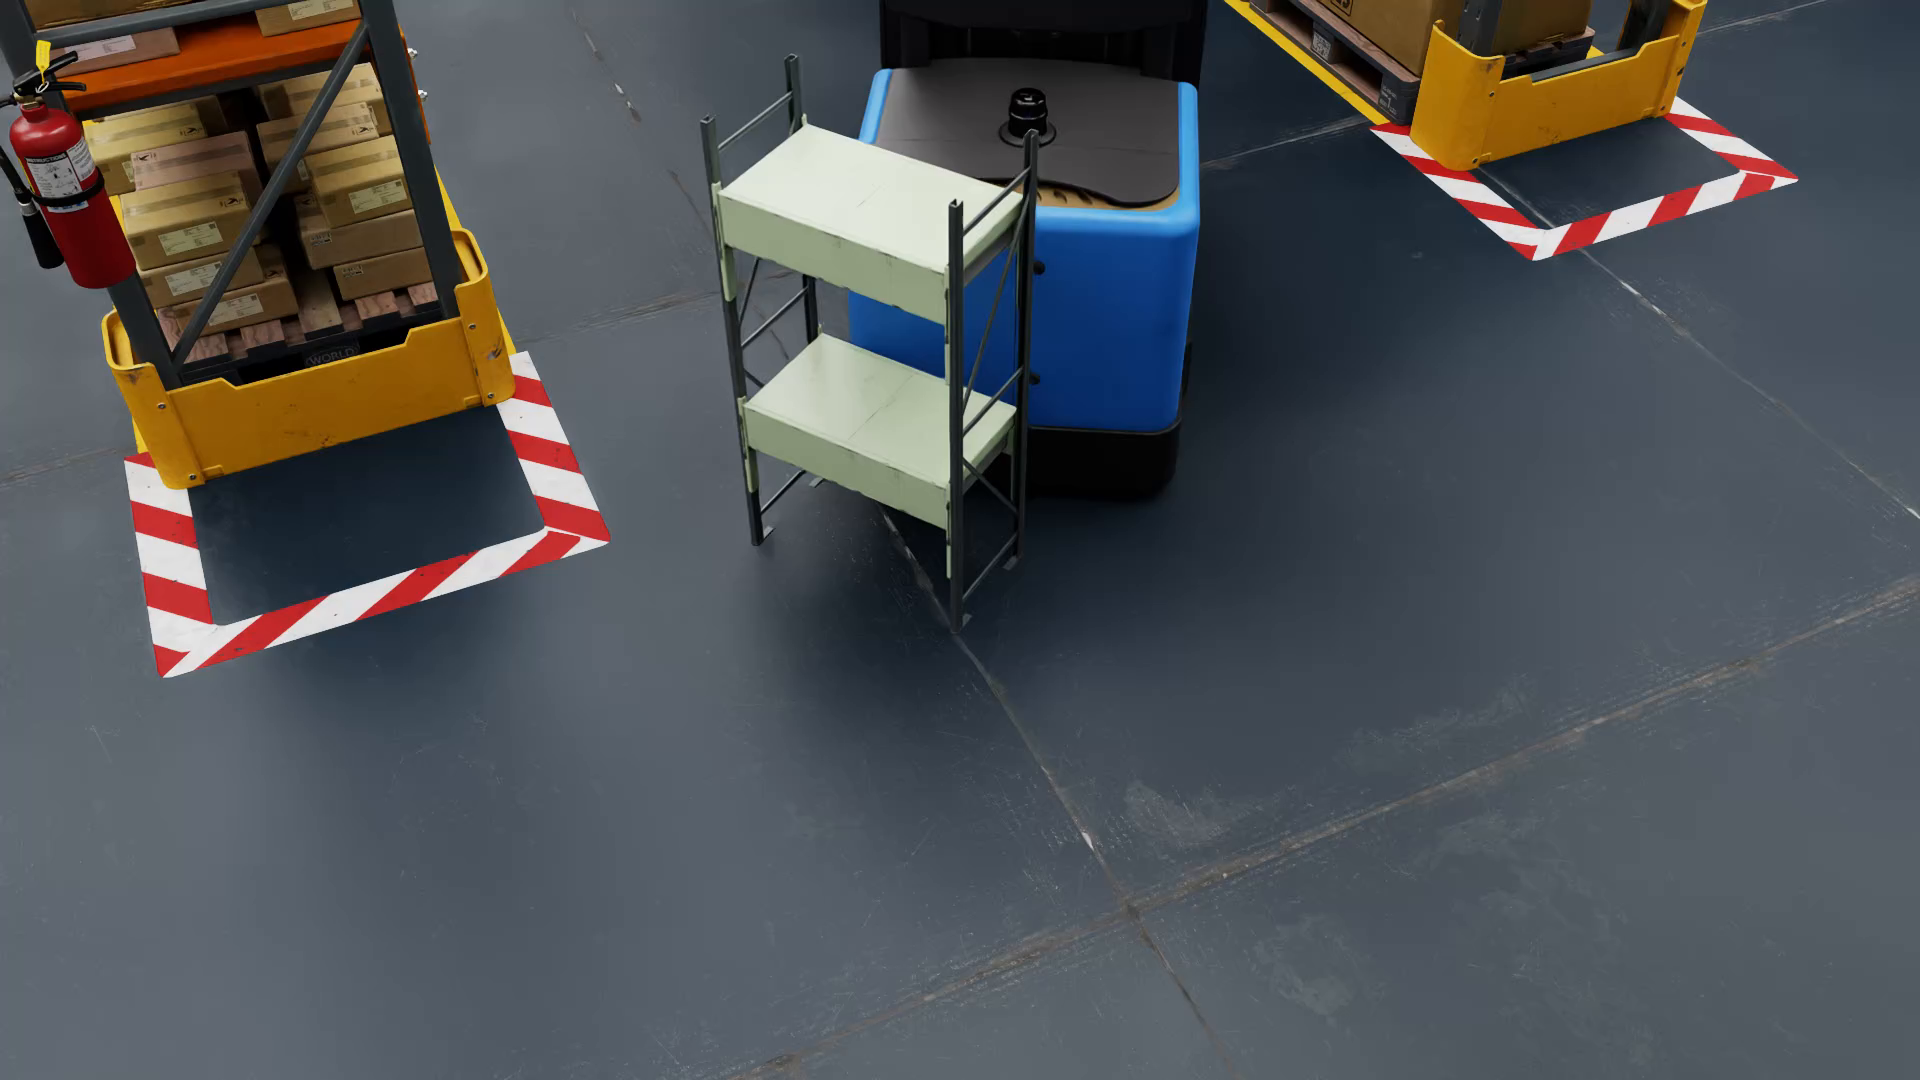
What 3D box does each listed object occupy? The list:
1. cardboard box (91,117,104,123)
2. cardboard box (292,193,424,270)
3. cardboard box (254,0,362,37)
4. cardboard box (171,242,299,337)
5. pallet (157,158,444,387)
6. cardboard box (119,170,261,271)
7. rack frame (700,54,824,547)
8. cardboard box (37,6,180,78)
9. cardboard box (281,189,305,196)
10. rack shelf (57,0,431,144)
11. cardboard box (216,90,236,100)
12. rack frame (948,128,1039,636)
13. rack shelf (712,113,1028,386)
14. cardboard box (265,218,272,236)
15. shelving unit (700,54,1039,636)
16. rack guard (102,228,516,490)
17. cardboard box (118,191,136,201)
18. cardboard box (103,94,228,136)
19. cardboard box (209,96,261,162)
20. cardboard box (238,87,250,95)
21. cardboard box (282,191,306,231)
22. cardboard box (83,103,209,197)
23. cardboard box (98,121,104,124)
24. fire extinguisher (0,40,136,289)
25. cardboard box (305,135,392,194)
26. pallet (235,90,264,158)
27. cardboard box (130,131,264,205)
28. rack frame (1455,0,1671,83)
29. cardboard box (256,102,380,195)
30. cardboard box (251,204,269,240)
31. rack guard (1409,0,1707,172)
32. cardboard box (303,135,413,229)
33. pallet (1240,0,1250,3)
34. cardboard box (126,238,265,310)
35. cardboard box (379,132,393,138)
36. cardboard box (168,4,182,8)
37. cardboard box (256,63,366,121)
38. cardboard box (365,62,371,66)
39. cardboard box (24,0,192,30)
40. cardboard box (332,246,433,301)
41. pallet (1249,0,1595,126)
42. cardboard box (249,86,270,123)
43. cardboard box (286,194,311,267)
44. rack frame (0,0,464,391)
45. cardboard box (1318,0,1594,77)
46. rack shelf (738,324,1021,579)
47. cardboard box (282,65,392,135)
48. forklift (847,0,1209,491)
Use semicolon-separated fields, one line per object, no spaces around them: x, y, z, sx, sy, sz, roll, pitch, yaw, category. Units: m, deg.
-3.036;-1.702;6.146;0.380;0.149;0.250;-16;47;-16;cardboard box
-2.079;-1.100;5.748;0.380;0.149;0.250;-16;47;-16;cardboard box
-1.930;-1.663;4.979;0.380;0.149;0.250;-18;48;-18;cardboard box
-2.502;-0.858;5.715;0.380;0.149;0.250;-17;47;-17;cardboard box
-2.433;-1.034;6.147;1.003;0.211;1.213;-18;47;-17;pallet
-2.544;-1.059;5.494;0.380;0.149;0.250;-18;47;-17;cardboard box
-0.542;-0.637;4.828;0.023;1.500;0.400;23;49;22;rack frame
-2.485;-1.484;4.798;0.380;0.149;0.250;-18;47;-17;cardboard box
-2.326;-1.421;6.073;0.380;0.149;0.250;-17;47;-17;cardboard box
-2.932;-2.468;6.128;1.077;0.370;4.000;-18;47;-17;rack shelf
-3.149;-1.847;6.717;0.380;0.149;0.250;-17;47;-16;cardboard box
0.084;-0.371;4.559;0.023;1.500;0.400;23;49;22;rack frame
-0.229;-0.782;4.419;0.720;0.370;0.431;23;49;22;rack shelf
-2.735;-1.186;6.047;0.380;0.149;0.250;-18;47;-18;cardboard box
-0.229;-0.504;4.693;0.755;1.500;0.431;23;49;22;shelving unit
-2.123;-0.608;5.510;1.175;0.500;0.348;-18;47;-17;rack guard
-2.792;-1.273;5.923;0.380;0.149;0.250;-20;48;-19;cardboard box
-2.873;-1.547;5.989;0.380;0.149;0.250;-20;48;-19;cardboard box
-2.812;-1.474;6.128;0.380;0.149;0.250;-19;48;-18;cardboard box
-2.684;-1.918;6.577;0.380;0.149;0.250;-16;47;-15;cardboard box
-2.316;-1.311;6.174;0.380;0.149;0.250;-18;47;-17;cardboard box
-2.821;-1.363;5.803;0.380;0.149;0.250;-19;48;-18;cardboard box
-3.022;-1.599;6.254;0.380;0.149;0.250;-17;47;-17;cardboard box
-2.404;-0.992;4.441;0.296;0.674;0.183;-18;47;-17;fire extinguisher
-2.142;-1.291;5.942;0.380;0.149;0.250;-18;47;-18;cardboard box
-2.942;-1.810;6.934;1.003;0.211;1.213;-18;47;-17;pallet
-2.597;-1.236;5.674;0.380;0.149;0.250;-17;47;-17;cardboard box
2.452;-2.850;6.003;1.000;3.000;0.127;-18;47;-17;rack frame
-2.228;-1.370;5.810;0.380;0.149;0.250;-17;47;-17;cardboard box
-2.633;-1.125;5.773;0.380;0.149;0.250;-19;48;-18;cardboard box
2.462;-1.945;6.865;1.175;0.500;0.348;-18;47;-17;rack guard
-2.003;-1.230;5.668;0.380;0.149;0.250;-20;48;-19;cardboard box
1.535;-3.120;8.262;1.003;0.211;1.213;-18;47;-17;pallet
-2.572;-0.942;5.588;0.380;0.149;0.250;-19;48;-18;cardboard box
-2.335;-1.616;6.271;0.380;0.149;0.250;-17;47;-16;cardboard box
-2.555;-1.654;4.969;0.380;0.149;0.250;-18;47;-17;cardboard box
-2.397;-1.702;6.147;0.380;0.149;0.250;-20;48;-19;cardboard box
-2.544;-1.826;6.695;0.380;0.149;0.250;-20;48;-19;cardboard box
-2.514;-1.801;4.657;0.500;0.500;0.500;-17;47;-17;cardboard box
-2.021;-1.013;5.871;0.380;0.149;0.250;-17;47;-17;cardboard box
2.044;-2.344;7.475;1.003;0.211;1.213;-18;47;-17;pallet
-2.533;-1.757;6.414;0.380;0.149;0.250;-20;48;-19;cardboard box
-2.205;-1.155;6.016;0.380;0.149;0.250;-18;47;-18;cardboard box
-2.091;-1.450;4.583;1.000;3.000;0.127;-18;47;-17;rack frame
2.110;-2.627;6.991;0.875;0.875;0.875;-18;47;-17;cardboard box
-0.229;-0.272;4.922;0.720;0.370;0.431;23;49;22;rack shelf
-2.218;-1.569;6.011;0.380;0.149;0.250;-18;47;-18;cardboard box
0.297;-2.232;5.426;1.130;2.935;3.031;4;45;4;forklift
